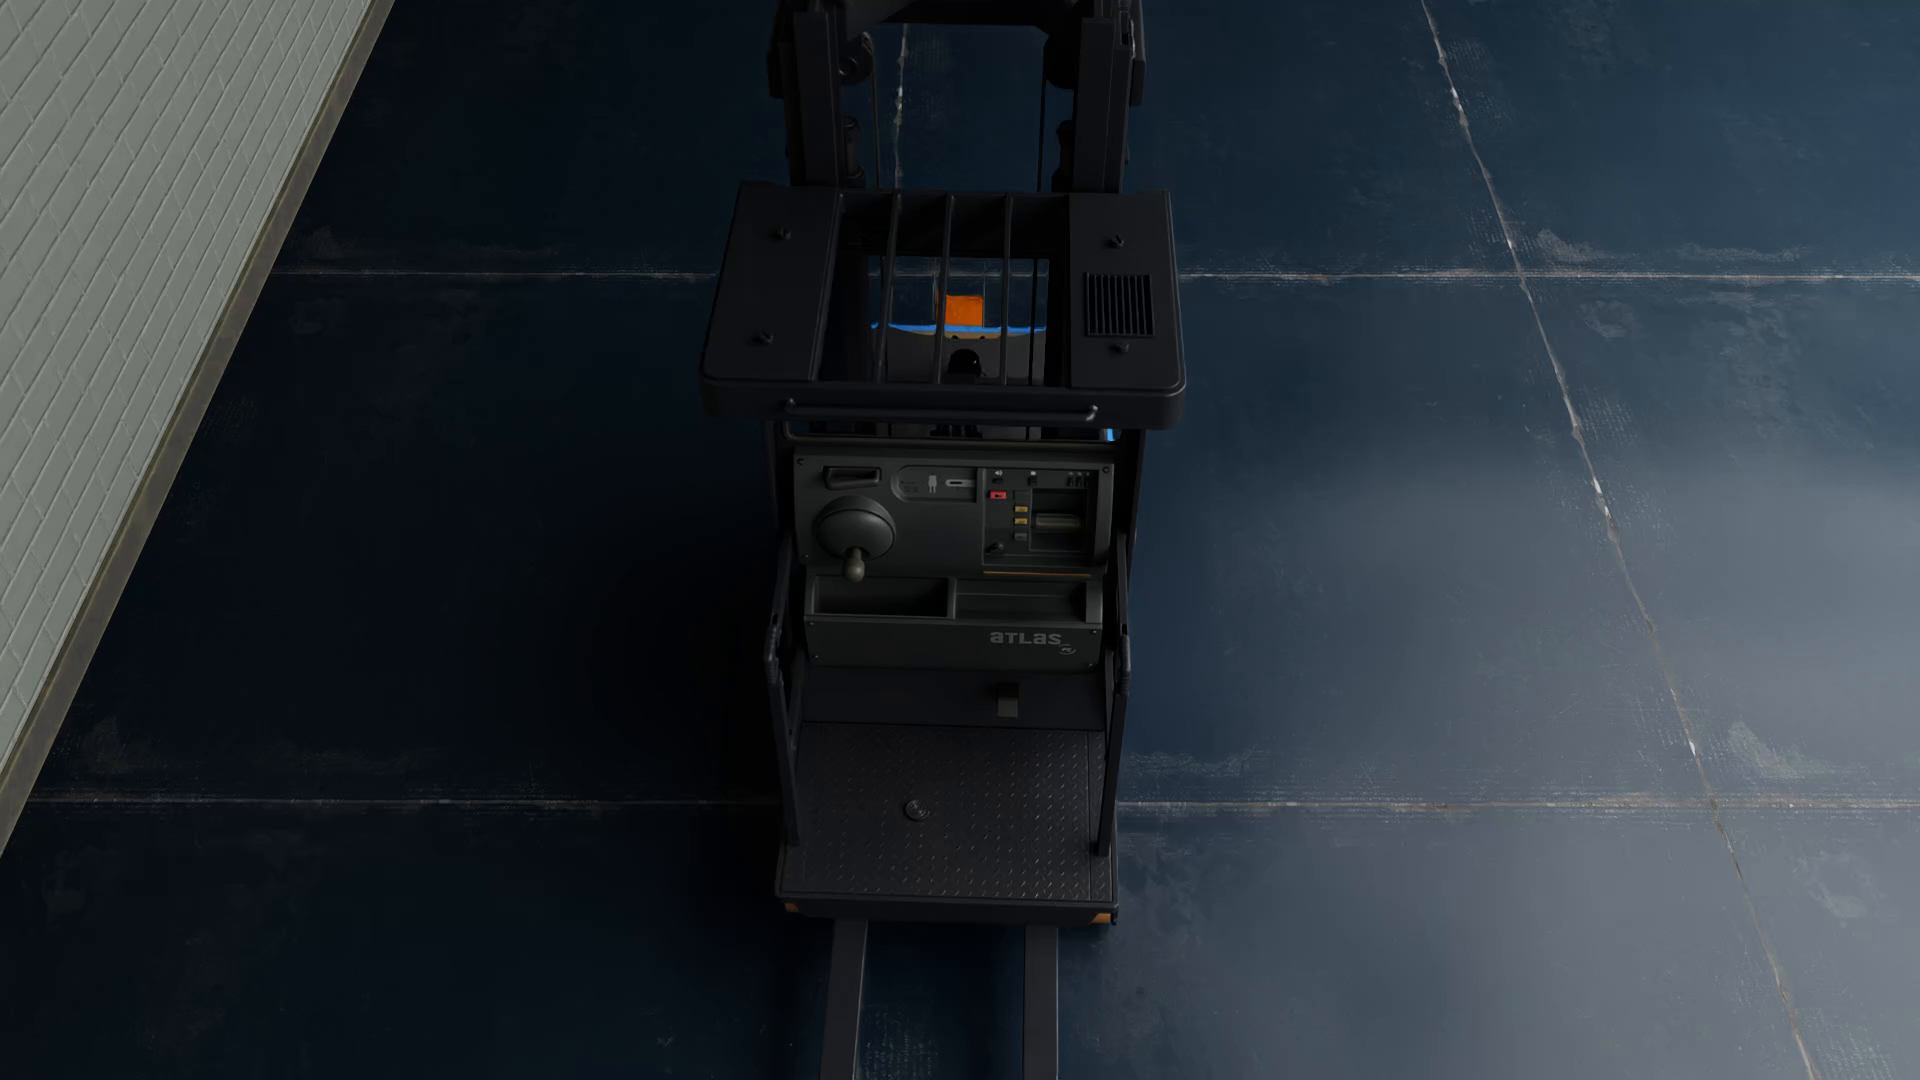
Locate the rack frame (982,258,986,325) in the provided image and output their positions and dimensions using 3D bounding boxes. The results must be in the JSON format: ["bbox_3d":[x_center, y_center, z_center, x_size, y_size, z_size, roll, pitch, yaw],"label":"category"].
[{"bbox_3d":[0.089,-0.597,6.485,0.006,1.200,0.240,2,47,1],"label":"rack frame"}]

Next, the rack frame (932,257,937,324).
[{"bbox_3d":[-0.094,-0.602,6.489,0.006,1.200,0.240,2,47,1],"label":"rack frame"}]

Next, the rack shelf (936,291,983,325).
[{"bbox_3d":[-0.002,-0.816,6.258,0.180,0.103,0.258,2,47,1],"label":"rack shelf"}]

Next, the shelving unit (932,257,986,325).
[{"bbox_3d":[-0.003,-0.600,6.487,0.189,1.200,0.258,2,47,1],"label":"shelving unit"}]

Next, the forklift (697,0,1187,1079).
[{"bbox_3d":[-0.027,0.030,4.720,1.130,2.935,3.031,2,47,1],"label":"forklift"}]
